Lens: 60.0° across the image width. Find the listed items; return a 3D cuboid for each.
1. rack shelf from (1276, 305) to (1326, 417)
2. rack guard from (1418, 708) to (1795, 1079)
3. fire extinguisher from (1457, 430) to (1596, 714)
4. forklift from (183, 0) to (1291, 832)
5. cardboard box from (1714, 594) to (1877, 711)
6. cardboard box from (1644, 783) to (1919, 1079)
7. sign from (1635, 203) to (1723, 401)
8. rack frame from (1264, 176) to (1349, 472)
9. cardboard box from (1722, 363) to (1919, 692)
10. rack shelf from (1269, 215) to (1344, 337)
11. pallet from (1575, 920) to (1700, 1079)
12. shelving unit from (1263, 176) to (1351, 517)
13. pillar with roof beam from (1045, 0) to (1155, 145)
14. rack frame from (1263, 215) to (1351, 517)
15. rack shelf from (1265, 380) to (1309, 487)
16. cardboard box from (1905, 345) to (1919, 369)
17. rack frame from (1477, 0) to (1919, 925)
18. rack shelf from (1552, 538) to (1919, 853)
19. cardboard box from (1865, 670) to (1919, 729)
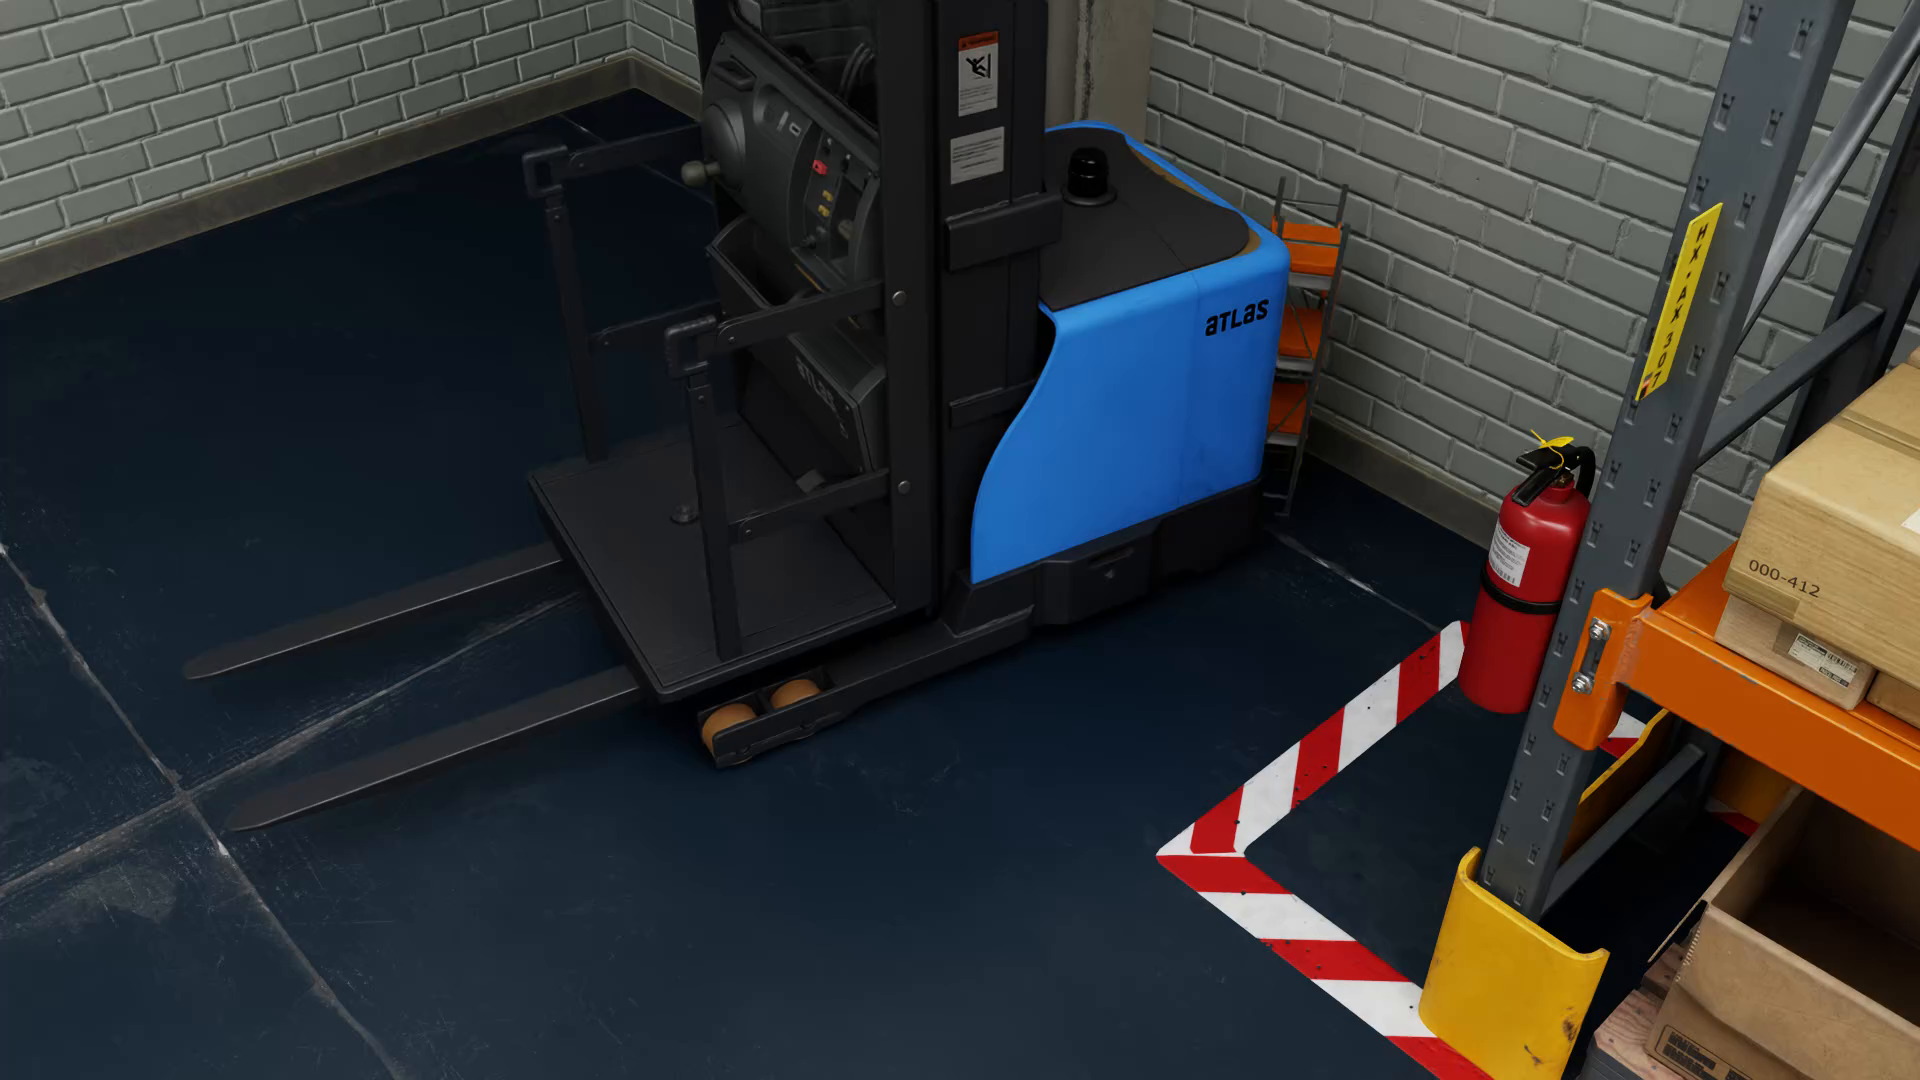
[{"bbox_3d":[0.998,-0.564,5.123,0.215,0.259,0.240,8,40,6],"label":"rack shelf"},{"bbox_3d":[1.590,0.741,3.935,1.175,0.500,0.348,-30,48,-32],"label":"rack guard"},{"bbox_3d":[1.099,0.036,3.176,0.296,0.674,0.183,-30,48,-32],"label":"fire extinguisher"},{"bbox_3d":[-0.611,-0.914,4.048,3.031,2.935,1.130,-20,43,-23],"label":"forklift"},{"bbox_3d":[1.559,0.099,2.940,0.380,0.149,0.250,-30,48,-32],"label":"cardboard box"},{"bbox_3d":[1.883,0.864,3.445,0.797,0.503,0.637,-32,49,-33],"label":"cardboard box"},{"bbox_3d":[1.139,-0.373,2.636,0.100,0.325,0.005,-30,48,-32],"label":"sign"},{"bbox_3d":[1.018,-0.648,5.210,0.200,1.050,0.008,8,40,6],"label":"rack frame"},{"bbox_3d":[1.647,0.000,2.745,0.500,0.250,0.500,-30,47,-32],"label":"cardboard box"},{"bbox_3d":[1.010,-0.784,4.943,0.215,0.259,0.240,8,40,6],"label":"rack shelf"},{"bbox_3d":[2.130,1.222,3.570,1.003,0.211,1.213,-30,48,-32],"label":"pallet"},{"bbox_3d":[0.999,-0.572,5.116,0.215,1.050,0.252,8,40,6],"label":"shelving unit"},{"bbox_3d":[-2.792,-2.402,1.063,9.100,9.000,0.400,-30,48,-32],"label":"pillar with roof beam"},{"bbox_3d":[0.979,-0.497,5.022,0.200,1.050,0.008,8,40,6],"label":"rack frame"},{"bbox_3d":[0.987,-0.350,5.299,0.215,0.259,0.240,8,40,6],"label":"rack shelf"},{"bbox_3d":[2.045,-0.224,3.023,0.500,0.250,0.500,-29,47,-31],"label":"cardboard box"},{"bbox_3d":[1.539,-0.267,3.193,1.000,3.000,0.127,-30,48,-32],"label":"rack frame"},{"bbox_3d":[2.891,0.938,2.273,1.077,0.370,4.000,-30,48,-32],"label":"rack shelf"},{"bbox_3d":[1.765,0.197,2.818,0.380,0.149,0.250,-29,47,-31],"label":"cardboard box"}]
